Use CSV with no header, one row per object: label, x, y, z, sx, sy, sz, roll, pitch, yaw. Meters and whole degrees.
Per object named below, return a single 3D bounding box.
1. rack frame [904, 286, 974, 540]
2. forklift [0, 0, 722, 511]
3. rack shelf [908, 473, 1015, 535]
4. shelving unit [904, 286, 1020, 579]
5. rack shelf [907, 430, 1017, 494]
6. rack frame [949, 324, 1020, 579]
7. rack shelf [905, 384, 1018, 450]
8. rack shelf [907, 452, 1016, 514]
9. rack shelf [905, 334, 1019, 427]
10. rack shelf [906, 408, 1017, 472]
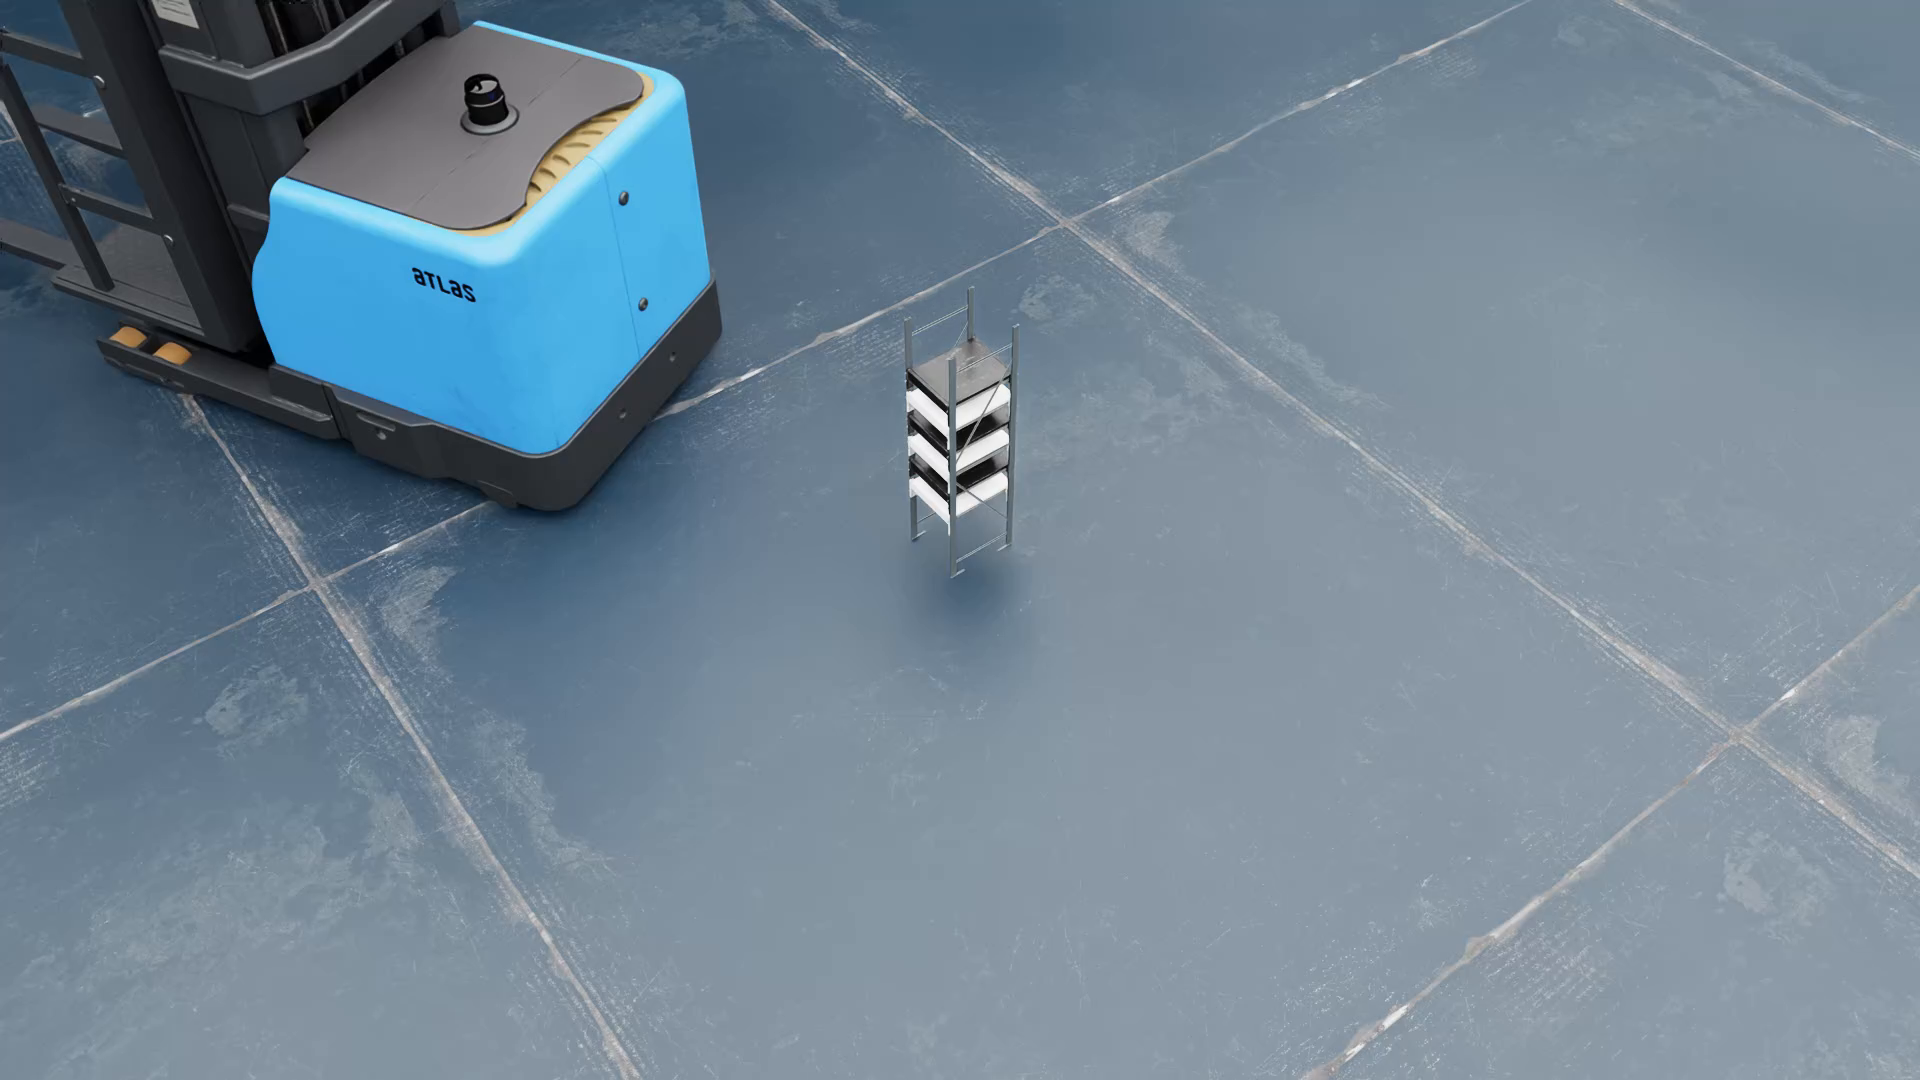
rack frame,-0.057,-0.357,4.967,0.240,0.900,0.006,-29,54,-24
forklift,-2.389,-1.829,4.930,3.031,2.935,1.130,19,51,17
rack shelf,0.005,-0.154,5.070,0.258,0.077,0.200,-29,54,-24
shelving unit,0.005,-0.297,4.912,0.258,0.900,0.210,-29,54,-24
rack shelf,0.005,-0.275,4.937,0.258,0.077,0.200,-29,54,-24
rack frame,0.066,-0.237,4.858,0.240,0.900,0.006,-29,54,-24
rack shelf,0.005,-0.396,4.804,0.258,0.077,0.200,-29,54,-24
rack shelf,0.005,-0.215,5.004,0.258,0.077,0.200,-29,54,-24
rack shelf,0.005,-0.456,4.737,0.258,0.077,0.200,-29,54,-24
rack shelf,0.005,-0.336,4.870,0.258,0.077,0.200,-29,54,-24
